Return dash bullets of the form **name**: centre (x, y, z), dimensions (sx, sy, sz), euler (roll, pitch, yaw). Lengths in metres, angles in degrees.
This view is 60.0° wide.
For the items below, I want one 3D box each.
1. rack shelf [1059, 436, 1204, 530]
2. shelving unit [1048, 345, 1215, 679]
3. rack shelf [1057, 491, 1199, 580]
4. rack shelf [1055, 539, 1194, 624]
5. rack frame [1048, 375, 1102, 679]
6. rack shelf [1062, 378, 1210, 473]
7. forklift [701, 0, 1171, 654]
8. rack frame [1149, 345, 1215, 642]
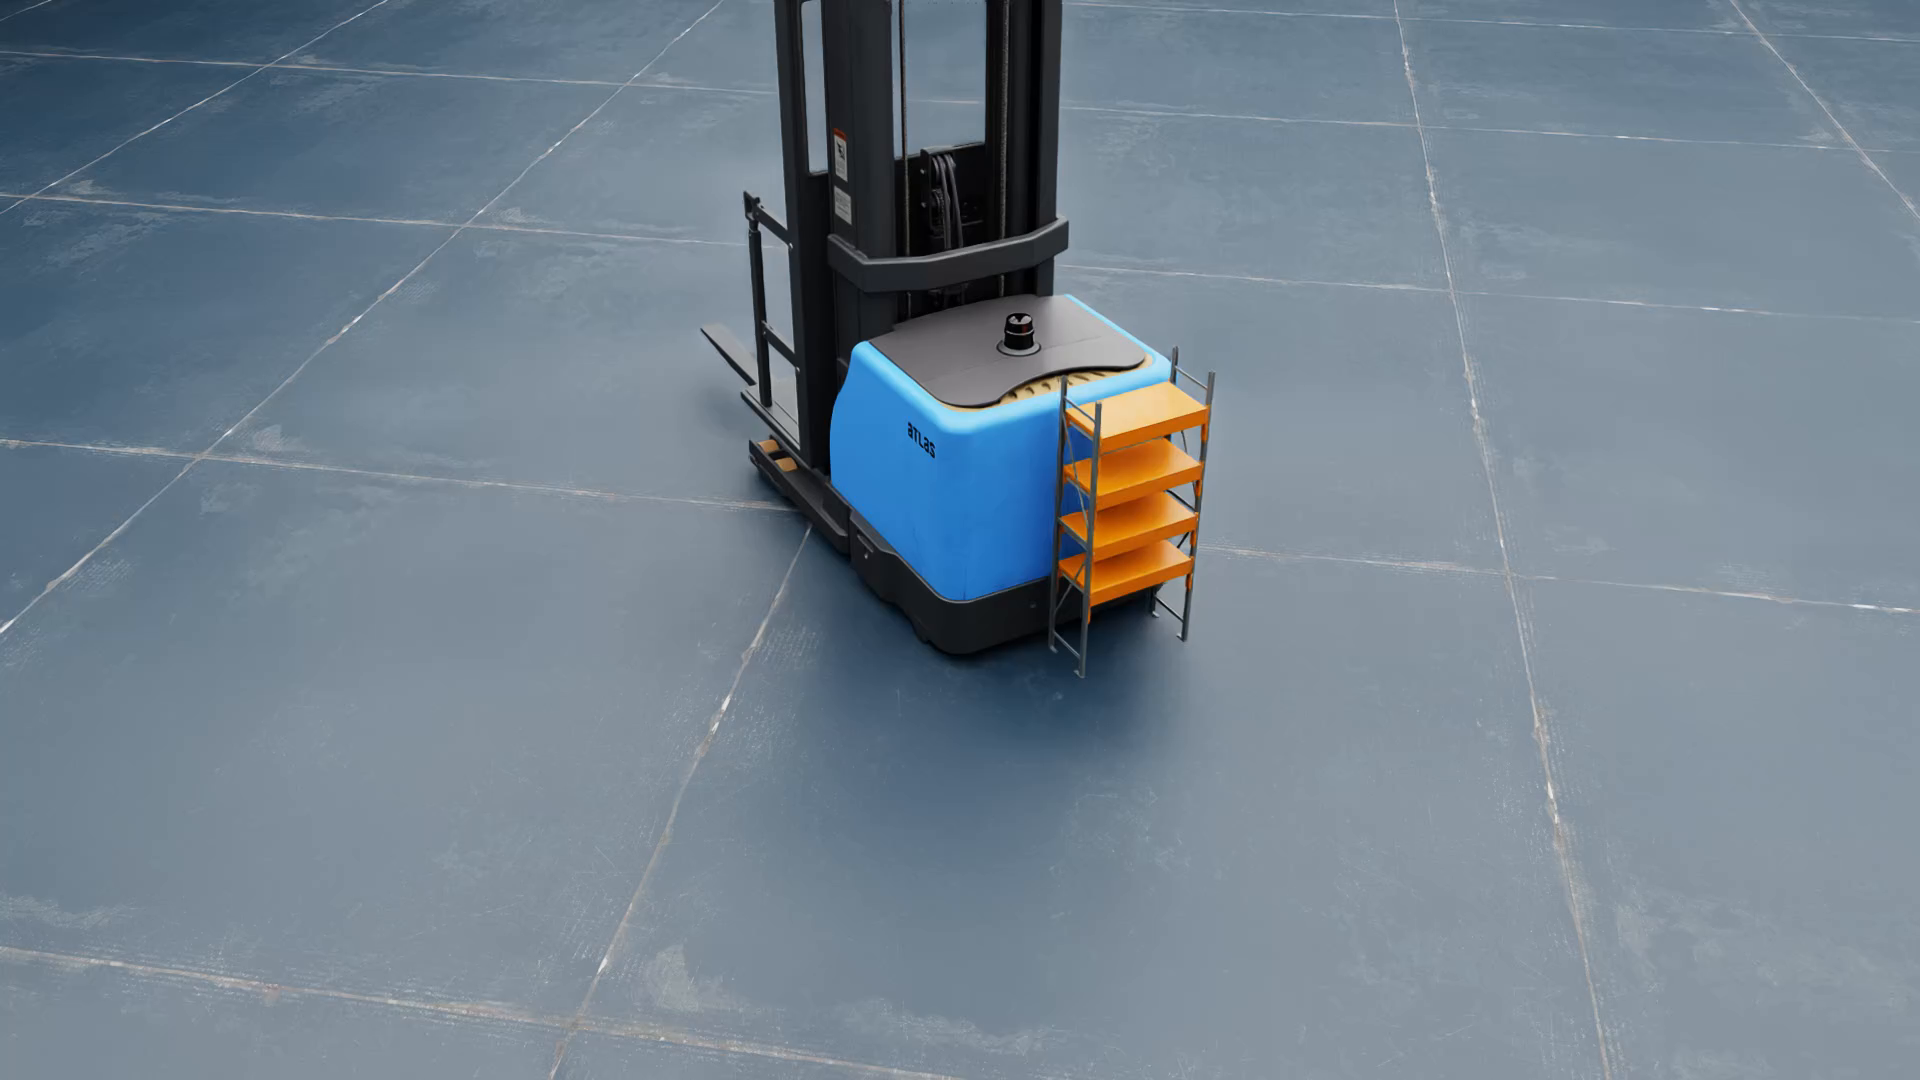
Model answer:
- **rack shelf**: centre (0.632, -0.222, 6.173), dimensions (0.480, 0.148, 0.258), euler (-17, 37, -25)
- **shelving unit**: centre (0.631, -0.091, 6.259), dimensions (0.503, 1.200, 0.258), euler (-17, 37, -25)
- **rack shelf**: centre (0.630, -0.035, 6.296), dimensions (0.480, 0.148, 0.258), euler (-17, 37, -25)
- **rack shelf**: centre (0.628, 0.132, 6.404), dimensions (0.480, 0.148, 0.258), euler (-17, 37, -25)
- **rack frame**: centre (0.419, -0.026, 6.155), dimensions (0.015, 1.200, 0.240), euler (-17, 37, -25)
- **rack shelf**: centre (0.635, -0.420, 6.044), dimensions (0.480, 0.148, 0.258), euler (-17, 37, -25)
- **forklift**: centre (-0.318, -1.557, 6.976), dimensions (1.130, 2.935, 3.031), euler (-16, 36, -24)
- **rack frame**: centre (0.842, -0.156, 6.362), dimensions (0.015, 1.200, 0.240), euler (-17, 37, -25)
